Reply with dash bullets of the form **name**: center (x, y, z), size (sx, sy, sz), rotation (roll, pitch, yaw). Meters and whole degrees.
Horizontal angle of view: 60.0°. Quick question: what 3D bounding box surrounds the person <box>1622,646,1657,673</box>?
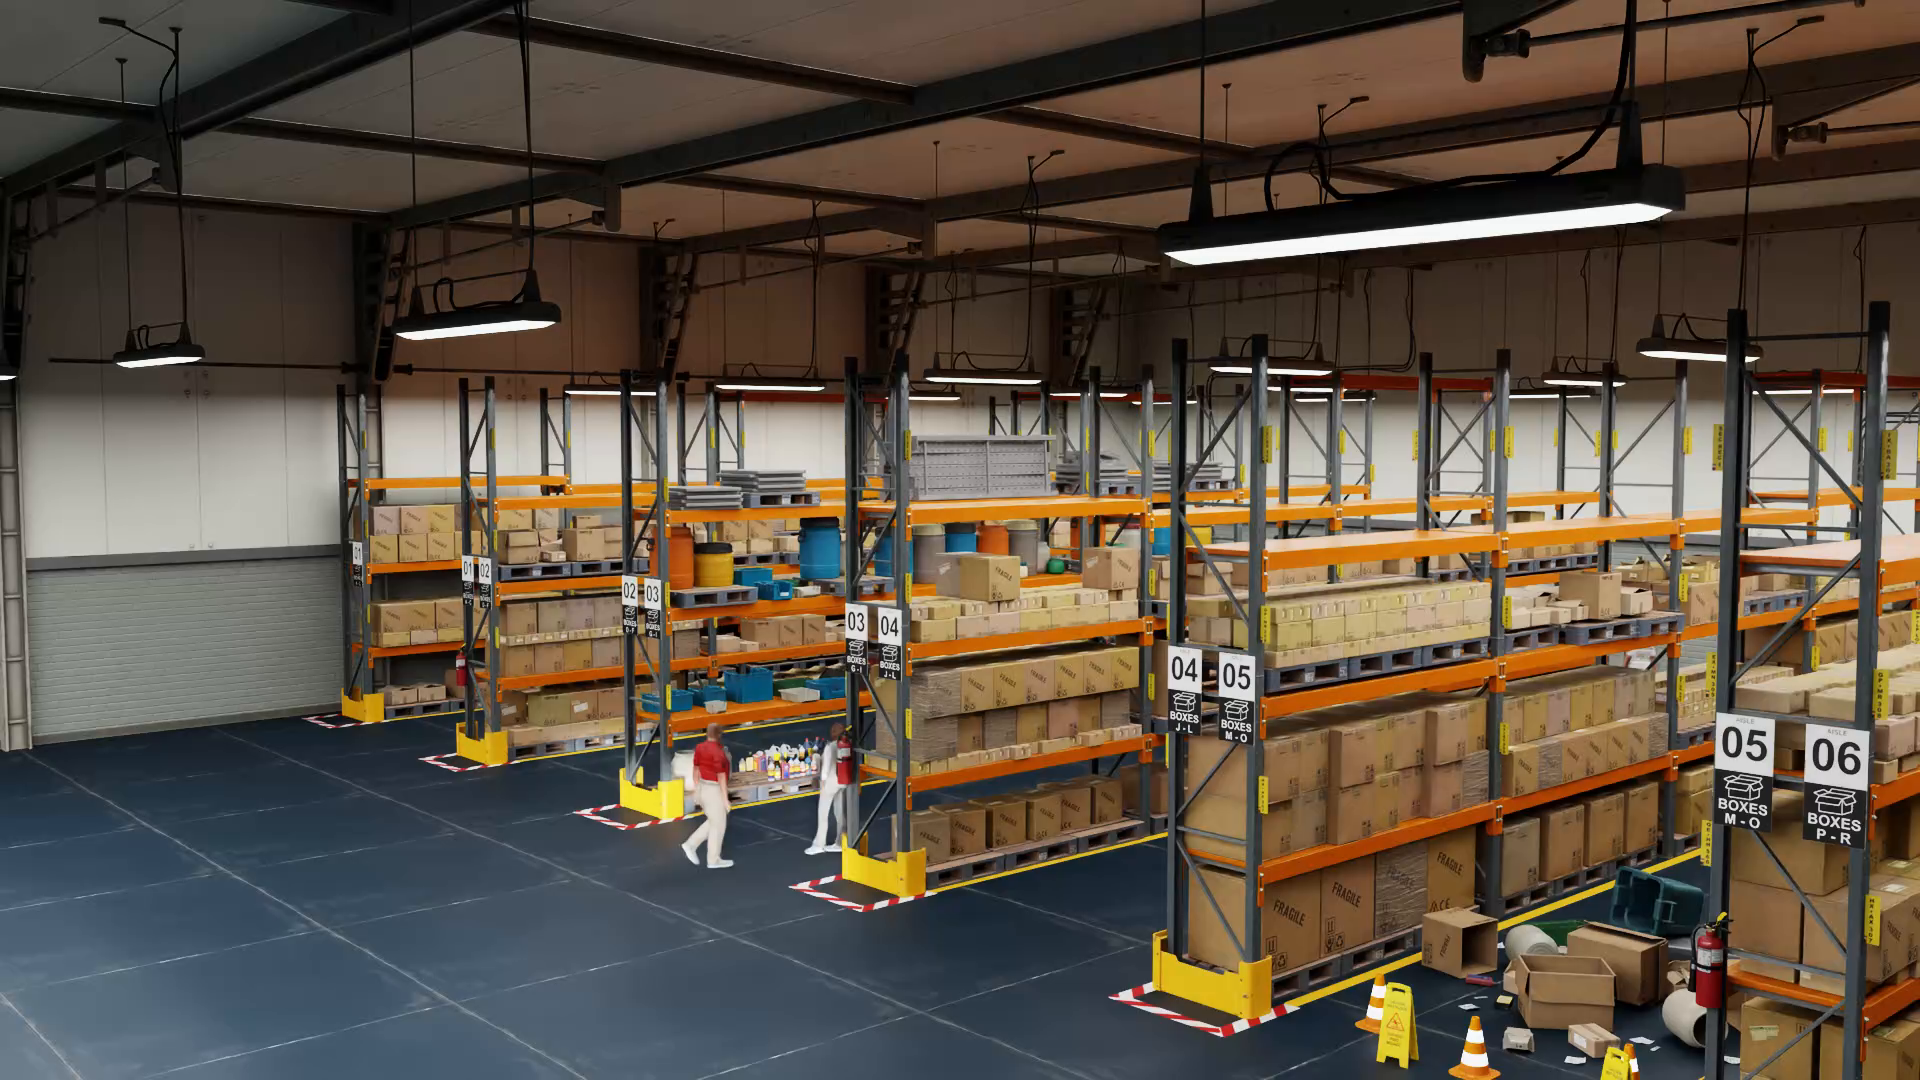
- **person**: center (12.176, 2.345, 29.842), size (0.604, 1.733, 1.029), rotation (0, 4, -4)

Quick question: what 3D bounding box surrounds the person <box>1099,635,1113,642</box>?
- **person**: center (2.999, 2.033, 33.779), size (0.982, 1.647, 0.505), rotation (-3, 5, -41)

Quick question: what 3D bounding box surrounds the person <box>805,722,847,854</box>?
- **person**: center (-1.599, 3.031, 20.345), size (0.380, 1.600, 0.535), rotation (4, 5, 44)

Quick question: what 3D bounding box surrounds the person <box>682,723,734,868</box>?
- **person**: center (-2.966, 3.006, 19.584), size (0.584, 1.713, 0.545), rotation (-2, 4, -26)
